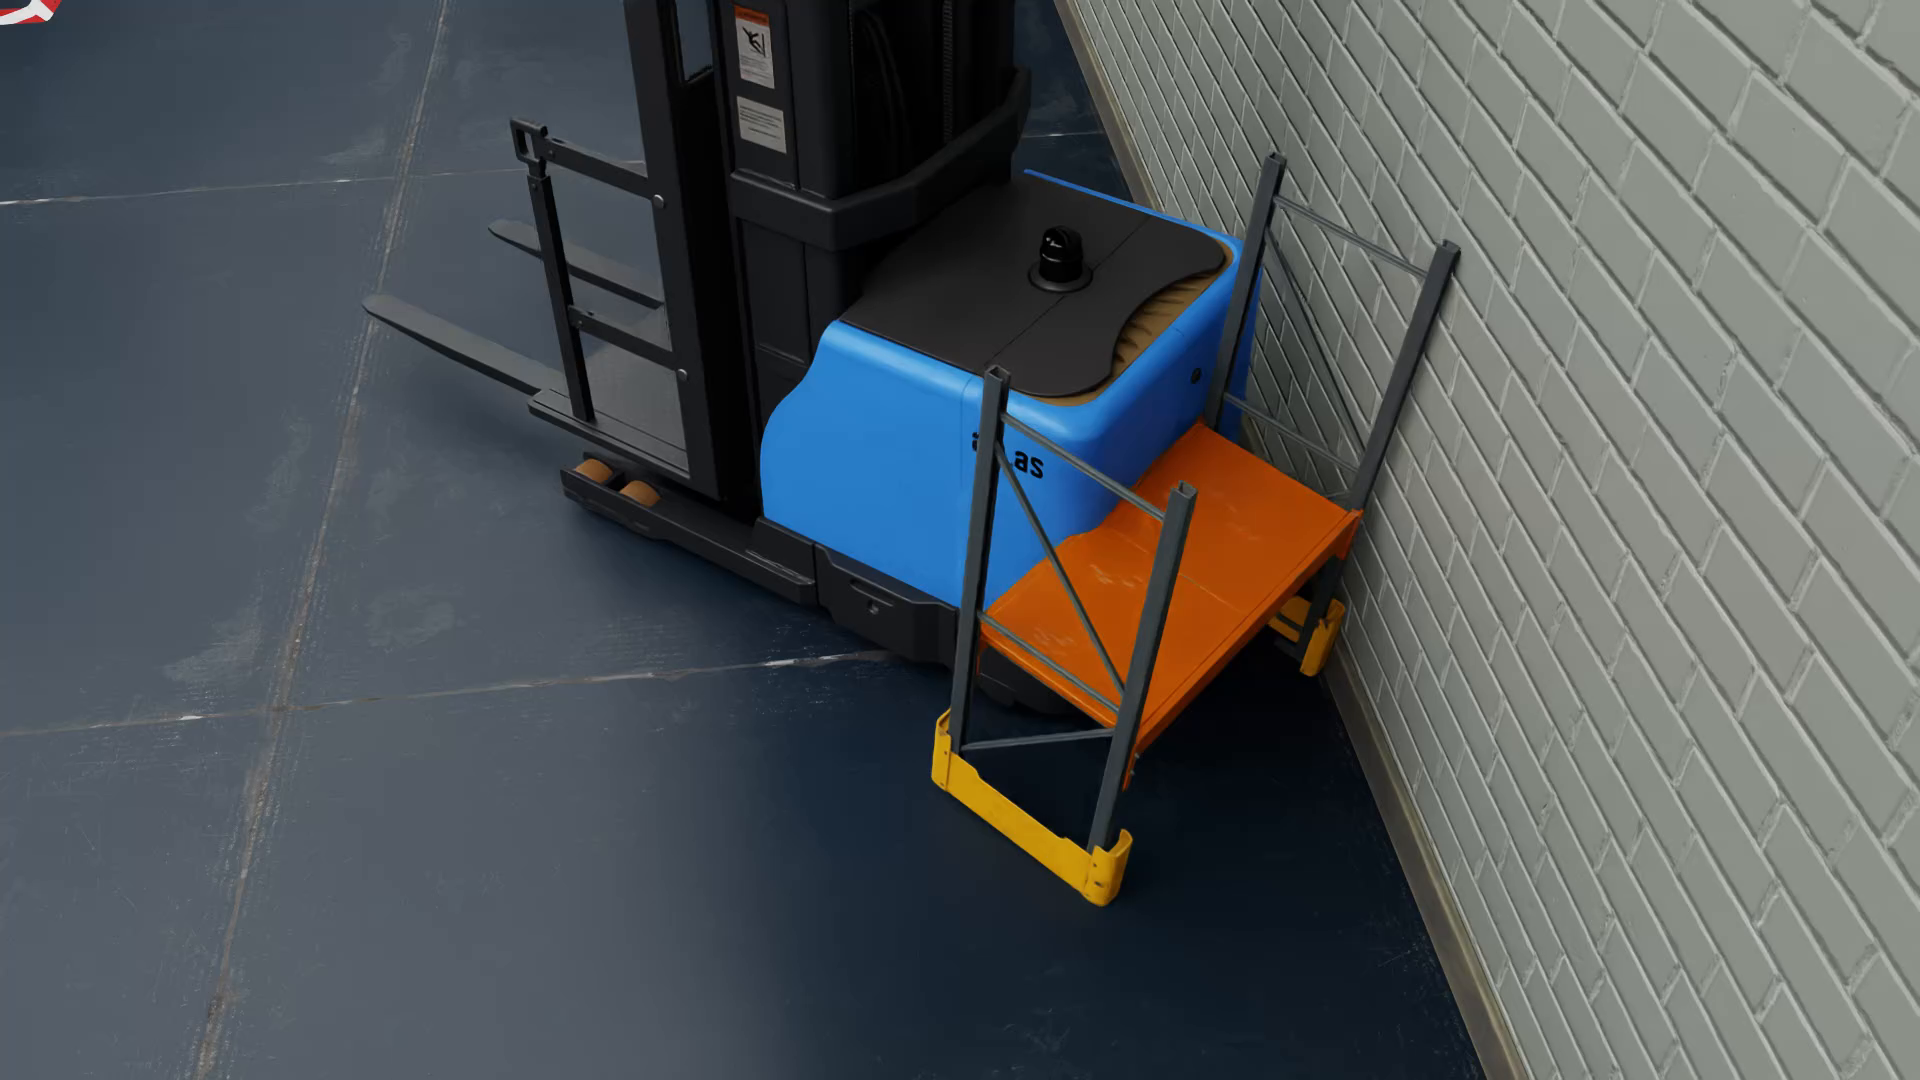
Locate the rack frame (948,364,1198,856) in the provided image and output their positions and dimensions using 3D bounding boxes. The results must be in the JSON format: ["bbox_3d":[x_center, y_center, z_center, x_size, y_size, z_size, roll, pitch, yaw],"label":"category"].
[{"bbox_3d":[0.201,0.280,3.776,0.500,1.500,0.032,34,54,23],"label":"rack frame"}]

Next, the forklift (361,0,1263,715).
[{"bbox_3d":[-0.664,-1.377,4.589,3.031,2.935,1.130,24,47,24],"label":"forklift"}]

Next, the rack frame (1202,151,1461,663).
[{"bbox_3d":[0.858,-0.273,4.320,0.500,1.500,0.032,34,54,23],"label":"rack frame"}]

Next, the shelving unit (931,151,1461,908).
[{"bbox_3d":[0.535,-0.001,4.053,0.587,1.500,1.083,34,54,23],"label":"shelving unit"}]

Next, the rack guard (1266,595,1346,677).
[{"bbox_3d":[0.817,0.140,4.787,0.587,0.250,0.087,34,54,23],"label":"rack guard"}]

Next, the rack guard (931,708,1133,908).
[{"bbox_3d":[0.173,0.682,4.254,0.587,0.250,0.087,34,54,23],"label":"rack guard"}]

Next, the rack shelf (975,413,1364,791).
[{"bbox_3d":[0.518,0.122,4.182,0.538,0.185,1.000,34,54,23],"label":"rack shelf"}]
